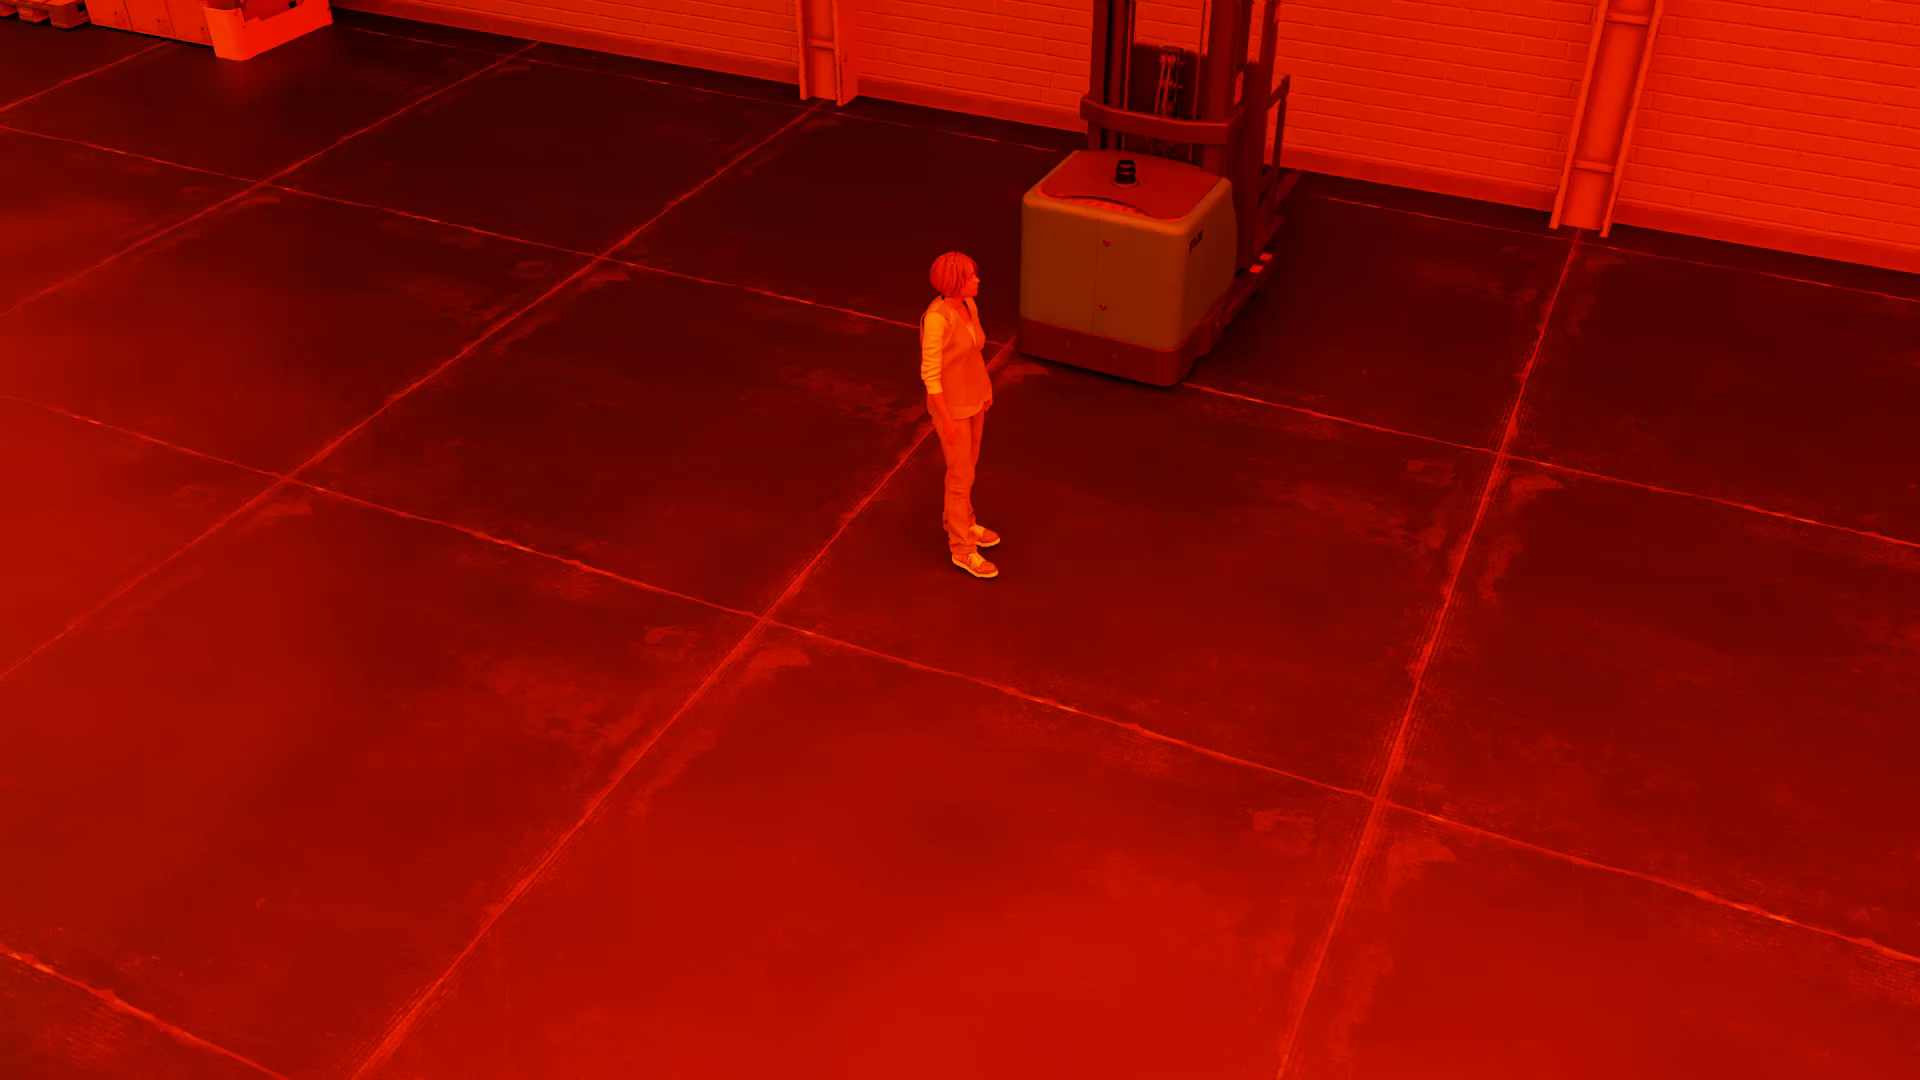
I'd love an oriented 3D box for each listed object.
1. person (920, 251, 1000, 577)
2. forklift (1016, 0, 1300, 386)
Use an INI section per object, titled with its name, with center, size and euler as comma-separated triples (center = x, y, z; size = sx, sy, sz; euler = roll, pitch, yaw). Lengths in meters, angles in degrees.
[person]
center = 0.061, -0.631, 8.108
size = 0.475, 1.596, 0.521
euler = 15, 38, 20
[forklift]
center = 1.455, -2.935, 10.202
size = 1.130, 2.935, 3.031
euler = 16, 39, 21
